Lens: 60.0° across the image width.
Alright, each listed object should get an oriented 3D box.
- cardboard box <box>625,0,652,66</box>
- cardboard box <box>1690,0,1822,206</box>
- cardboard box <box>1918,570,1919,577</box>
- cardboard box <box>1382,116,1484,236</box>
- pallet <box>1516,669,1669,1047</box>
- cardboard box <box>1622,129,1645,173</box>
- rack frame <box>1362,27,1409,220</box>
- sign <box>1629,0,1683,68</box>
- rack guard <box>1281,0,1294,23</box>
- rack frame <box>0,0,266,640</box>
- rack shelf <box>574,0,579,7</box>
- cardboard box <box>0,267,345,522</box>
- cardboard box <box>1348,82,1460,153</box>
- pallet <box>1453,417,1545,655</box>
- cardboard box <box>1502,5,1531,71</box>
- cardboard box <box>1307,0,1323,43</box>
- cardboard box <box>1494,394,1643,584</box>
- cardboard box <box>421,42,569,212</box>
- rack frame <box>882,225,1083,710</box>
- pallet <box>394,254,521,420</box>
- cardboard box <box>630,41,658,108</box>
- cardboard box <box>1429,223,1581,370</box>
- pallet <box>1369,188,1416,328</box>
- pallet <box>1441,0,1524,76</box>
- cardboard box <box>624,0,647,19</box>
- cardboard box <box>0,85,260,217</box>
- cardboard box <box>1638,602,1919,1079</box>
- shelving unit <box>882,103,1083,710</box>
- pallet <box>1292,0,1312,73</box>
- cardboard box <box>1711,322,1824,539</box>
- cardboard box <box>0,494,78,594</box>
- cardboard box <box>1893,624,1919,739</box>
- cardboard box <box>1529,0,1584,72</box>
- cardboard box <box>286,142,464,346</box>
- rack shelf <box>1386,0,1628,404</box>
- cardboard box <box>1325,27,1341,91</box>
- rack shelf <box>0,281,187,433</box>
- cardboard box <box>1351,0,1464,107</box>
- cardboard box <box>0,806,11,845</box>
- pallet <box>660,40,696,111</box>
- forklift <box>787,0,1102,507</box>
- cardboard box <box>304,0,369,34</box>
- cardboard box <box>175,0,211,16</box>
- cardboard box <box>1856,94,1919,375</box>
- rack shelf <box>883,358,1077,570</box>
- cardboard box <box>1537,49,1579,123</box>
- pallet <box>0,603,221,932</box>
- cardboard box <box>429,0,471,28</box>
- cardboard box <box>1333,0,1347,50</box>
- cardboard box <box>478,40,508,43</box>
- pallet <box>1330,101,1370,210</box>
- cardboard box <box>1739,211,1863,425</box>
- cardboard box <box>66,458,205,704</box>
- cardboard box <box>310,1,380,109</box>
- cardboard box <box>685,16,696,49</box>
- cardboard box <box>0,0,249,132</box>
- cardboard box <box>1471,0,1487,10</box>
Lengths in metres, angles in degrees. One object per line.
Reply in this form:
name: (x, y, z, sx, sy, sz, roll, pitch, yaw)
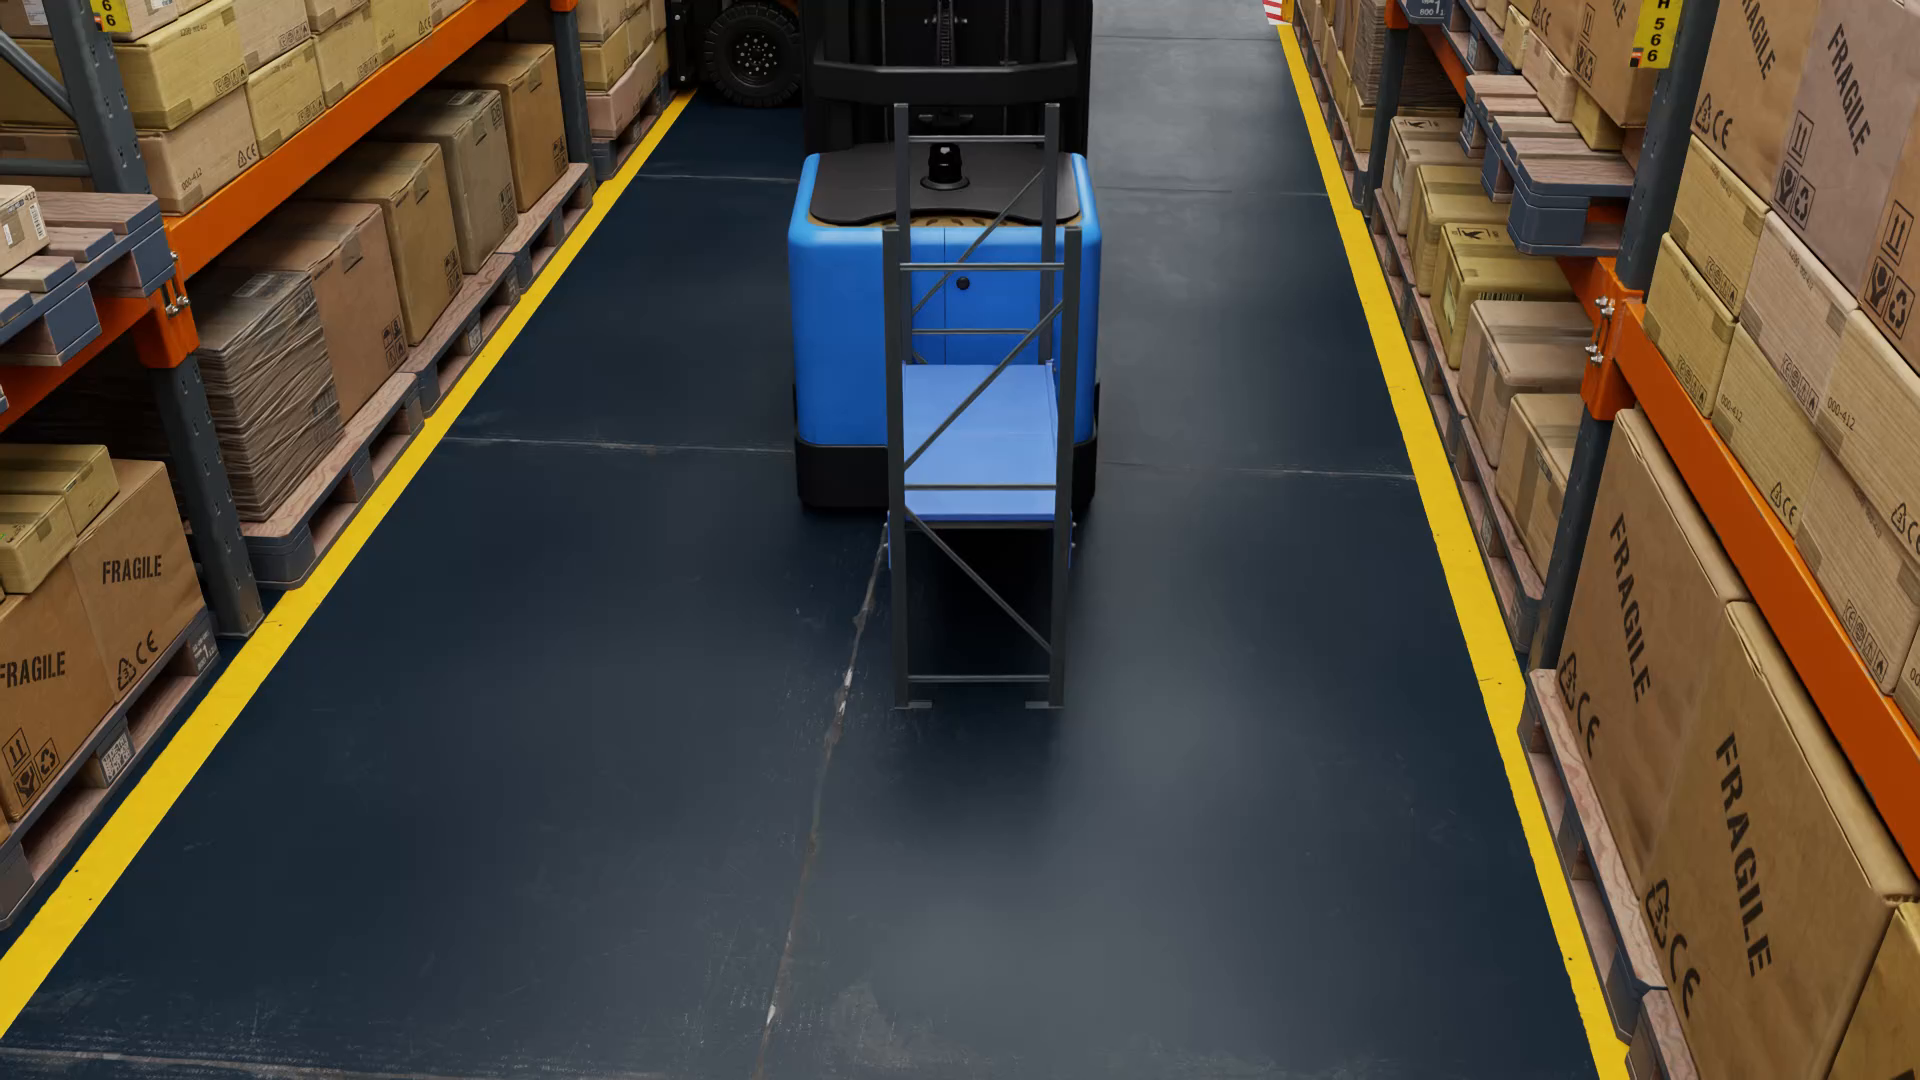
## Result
cardboard box: (-2.022, -2.831, 9.229, 0.500, 0.250, 0.500, 2, 32, 4)
cardboard box: (1.930, -1.026, 3.508, 0.500, 0.500, 0.500, 1, 32, 2)
cardboard box: (1.776, 0.095, 2.403, 0.500, 0.250, 0.500, 3, 32, 5)
cardboard box: (2.499, -1.683, 7.726, 0.950, 0.372, 0.625, 3, 32, 5)
pallet: (2.074, 0.791, 4.266, 1.003, 0.211, 1.213, 2, 32, 4)
cardboard box: (2.006, -1.059, 4.448, 0.380, 0.149, 0.250, 4, 32, 6)
rack frame: (2.539, -2.897, 7.592, 1.000, 3.000, 0.127, 2, 32, 4)
sign: (1.672, -1.283, 3.945, 0.100, 0.325, 0.005, 2, 32, 4)
rack guard: (2.859, -3.885, 11.577, 1.175, 0.500, 0.348, 2, 32, 4)
rack frame: (-2.734, -1.016, 4.539, 1.000, 3.000, 0.127, 2, 32, 4)
rack shelf: (-2.246, -3.847, 9.819, 1.077, 0.370, 4.000, 2, 32, 4)
cardboard box: (-2.670, -0.509, 5.580, 0.875, 0.625, 0.625, 3, 32, 6)
cardboard box: (2.319, -2.226, 8.723, 0.500, 0.250, 0.500, 4, 32, 6)
pallet: (2.279, -0.027, 5.592, 1.003, 0.211, 1.213, 2, 32, 4)
cardboard box: (1.968, -1.612, 5.345, 0.380, 0.149, 0.250, 3, 32, 5)
cardboard box: (2.474, -3.320, 10.499, 0.500, 0.250, 0.500, 4, 32, 6)
cardboard box: (2.269, -0.161, 5.256, 0.950, 0.372, 0.625, 0, 32, 1)
cardboard box: (-2.440, -2.002, 8.002, 0.875, 0.625, 0.625, 4, 32, 6)
rack frame: (0.055, -0.142, 4.551, 0.500, 1.500, 0.032, 0, 32, 0)
pallet: (-2.526, -0.893, 6.999, 1.003, 0.211, 1.213, 2, 32, 4)
cardboard box: (-2.013, -2.620, 9.363, 0.500, 0.250, 0.500, 2, 32, 3)
cardboard box: (2.389, -0.943, 6.526, 0.950, 0.372, 0.625, 3, 32, 6)
pallet: (2.477, -1.303, 7.663, 1.003, 0.211, 1.213, 2, 32, 4)
pallet: (2.334, -1.761, 5.931, 1.003, 0.211, 1.213, 2, 32, 4)
cardboard box: (-2.005, -3.048, 9.104, 0.500, 0.250, 0.500, 3, 32, 4)
cardboard box: (-2.454, -1.173, 4.938, 0.500, 0.250, 0.500, 3, 32, 4)
cardboard box: (1.998, 0.744, 3.308, 0.875, 0.875, 0.875, 3, 32, 5)
shelving unit: (0.053, -0.409, 4.984, 0.538, 1.500, 1.048, 0, 32, 0)
pallet: (2.757, -3.339, 10.966, 1.003, 0.211, 1.213, 2, 32, 4)
cardboard box: (1.899, -0.227, 3.403, 0.500, 0.250, 0.500, 2, 32, 3)
cardboard box: (-2.513, 0.007, 4.244, 0.380, 0.149, 0.250, 1, 32, 1)
cardboard box: (1.813, 0.305, 2.539, 0.500, 0.250, 0.500, 2, 32, 4)
cardboard box: (2.005, -1.674, 4.828, 0.500, 0.500, 0.500, 2, 32, 3)
cardboard box: (-2.570, -1.203, 6.706, 0.875, 0.625, 0.625, 1, 32, 2)
rack shelf: (2.376, -1.545, 6.084, 1.077, 0.370, 4.000, 2, 32, 4)
cardboard box: (2.399, -2.770, 9.607, 0.500, 0.250, 0.500, 3, 32, 5)
rack shelf: (-2.897, 0.337, 3.031, 1.077, 0.370, 4.000, 2, 32, 4)
cardboard box: (2.320, -2.545, 8.527, 0.500, 0.500, 0.500, 2, 32, 3)
cardboard box: (-2.645, 0.635, 3.843, 0.500, 0.500, 0.500, 4, 32, 6)
pallet: (-2.205, -2.974, 10.374, 1.003, 0.211, 1.213, 2, 32, 4)
forklift: (-0.055, -2.095, 6.356, 1.130, 2.935, 3.031, 0, 32, 0)
cardboard box: (-2.352, -1.921, 5.674, 0.500, 0.250, 0.500, 2, 32, 3)
cardboard box: (-2.394, -1.628, 4.819, 0.380, 0.149, 0.250, 3, 32, 5)
cardboard box: (1.841, -0.497, 2.648, 0.500, 0.500, 0.500, 3, 32, 5)
rack shelf: (0.053, -0.256, 5.078, 0.538, 0.185, 1.000, 0, 32, 0)
cardboard box: (1.931, -1.336, 4.897, 0.380, 0.149, 0.250, 2, 32, 4)
pallet: (-2.833, 0.560, 4.640, 1.003, 0.211, 1.213, 2, 32, 4)
cardboard box: (-2.295, -2.247, 6.680, 0.500, 0.250, 0.500, 3, 32, 4)
cardboard box: (2.400, -3.078, 9.392, 0.500, 0.500, 0.500, 4, 32, 7)
cardboard box: (-2.573, -2.592, 8.840, 0.500, 0.250, 0.500, 2, 32, 3)
pallet: (2.559, -2.063, 8.896, 1.003, 0.211, 1.213, 2, 32, 4)
cardboard box: (1.883, -0.430, 3.255, 0.500, 0.250, 0.500, 3, 32, 5)
cardboard box: (-2.554, 0.100, 4.711, 0.500, 0.500, 0.500, 3, 32, 5)
cardboard box: (-2.374, -1.706, 5.802, 0.500, 0.250, 0.500, 1, 32, 2)
cardboard box: (-1.926, -3.154, 10.230, 0.500, 0.250, 0.500, 3, 32, 6)
cardboard box: (-2.430, -1.385, 4.805, 0.500, 0.250, 0.500, 2, 32, 4)
cardboard box: (2.045, -2.013, 5.997, 0.380, 0.149, 0.250, 4, 32, 6)
